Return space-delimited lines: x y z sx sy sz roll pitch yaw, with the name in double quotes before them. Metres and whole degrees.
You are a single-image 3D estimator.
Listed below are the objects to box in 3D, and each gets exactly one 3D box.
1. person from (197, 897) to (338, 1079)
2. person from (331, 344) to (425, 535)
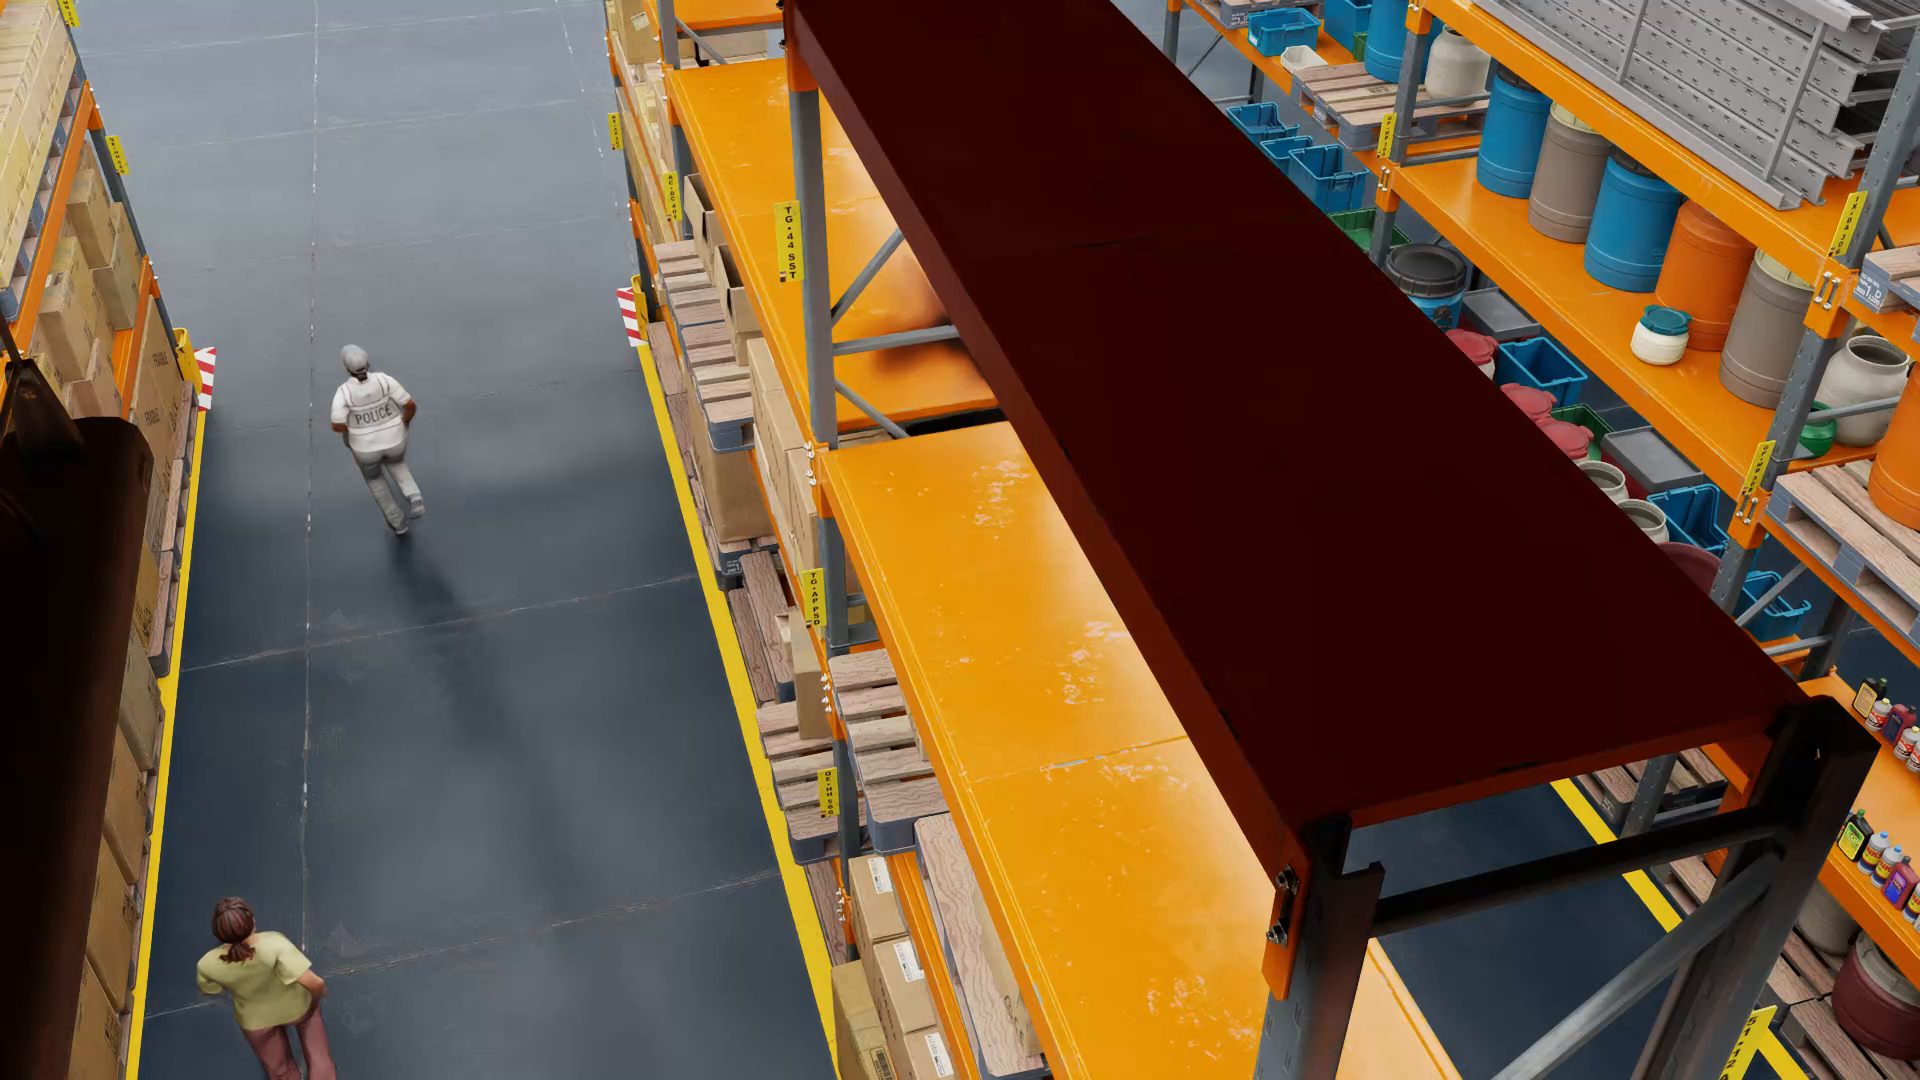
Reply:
"person" -3.342 2.292 8.141 0.550 1.685 0.627 -15 41 -18
"person" -4.377 -0.762 12.493 0.607 1.624 0.547 -22 44 -26
